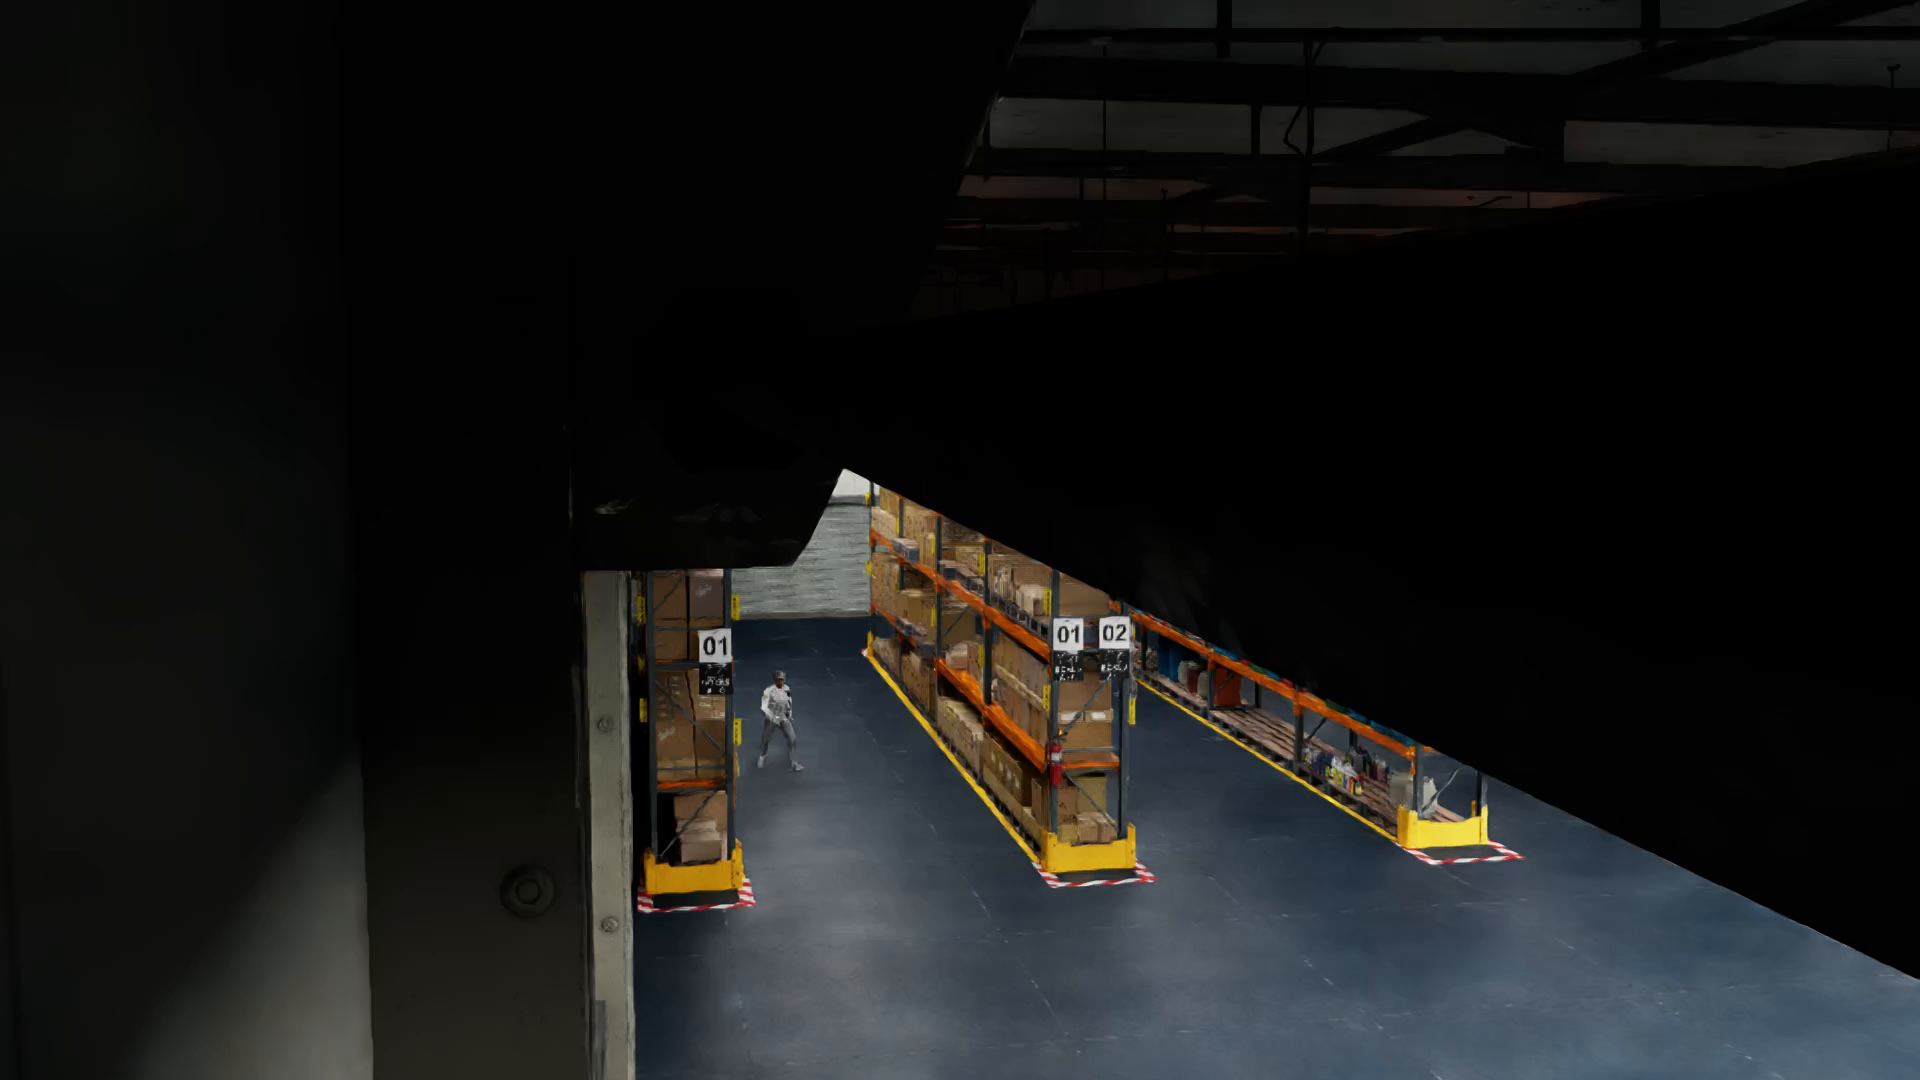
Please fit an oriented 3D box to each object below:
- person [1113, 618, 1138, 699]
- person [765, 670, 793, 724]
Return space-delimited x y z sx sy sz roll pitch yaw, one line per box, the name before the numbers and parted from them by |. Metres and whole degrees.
person | 3.160 2.186 31.755 0.515 1.655 0.543 2 6 17
person | 8.296 1.501 35.265 28.845 0.929 6.682 -3 7 -28
